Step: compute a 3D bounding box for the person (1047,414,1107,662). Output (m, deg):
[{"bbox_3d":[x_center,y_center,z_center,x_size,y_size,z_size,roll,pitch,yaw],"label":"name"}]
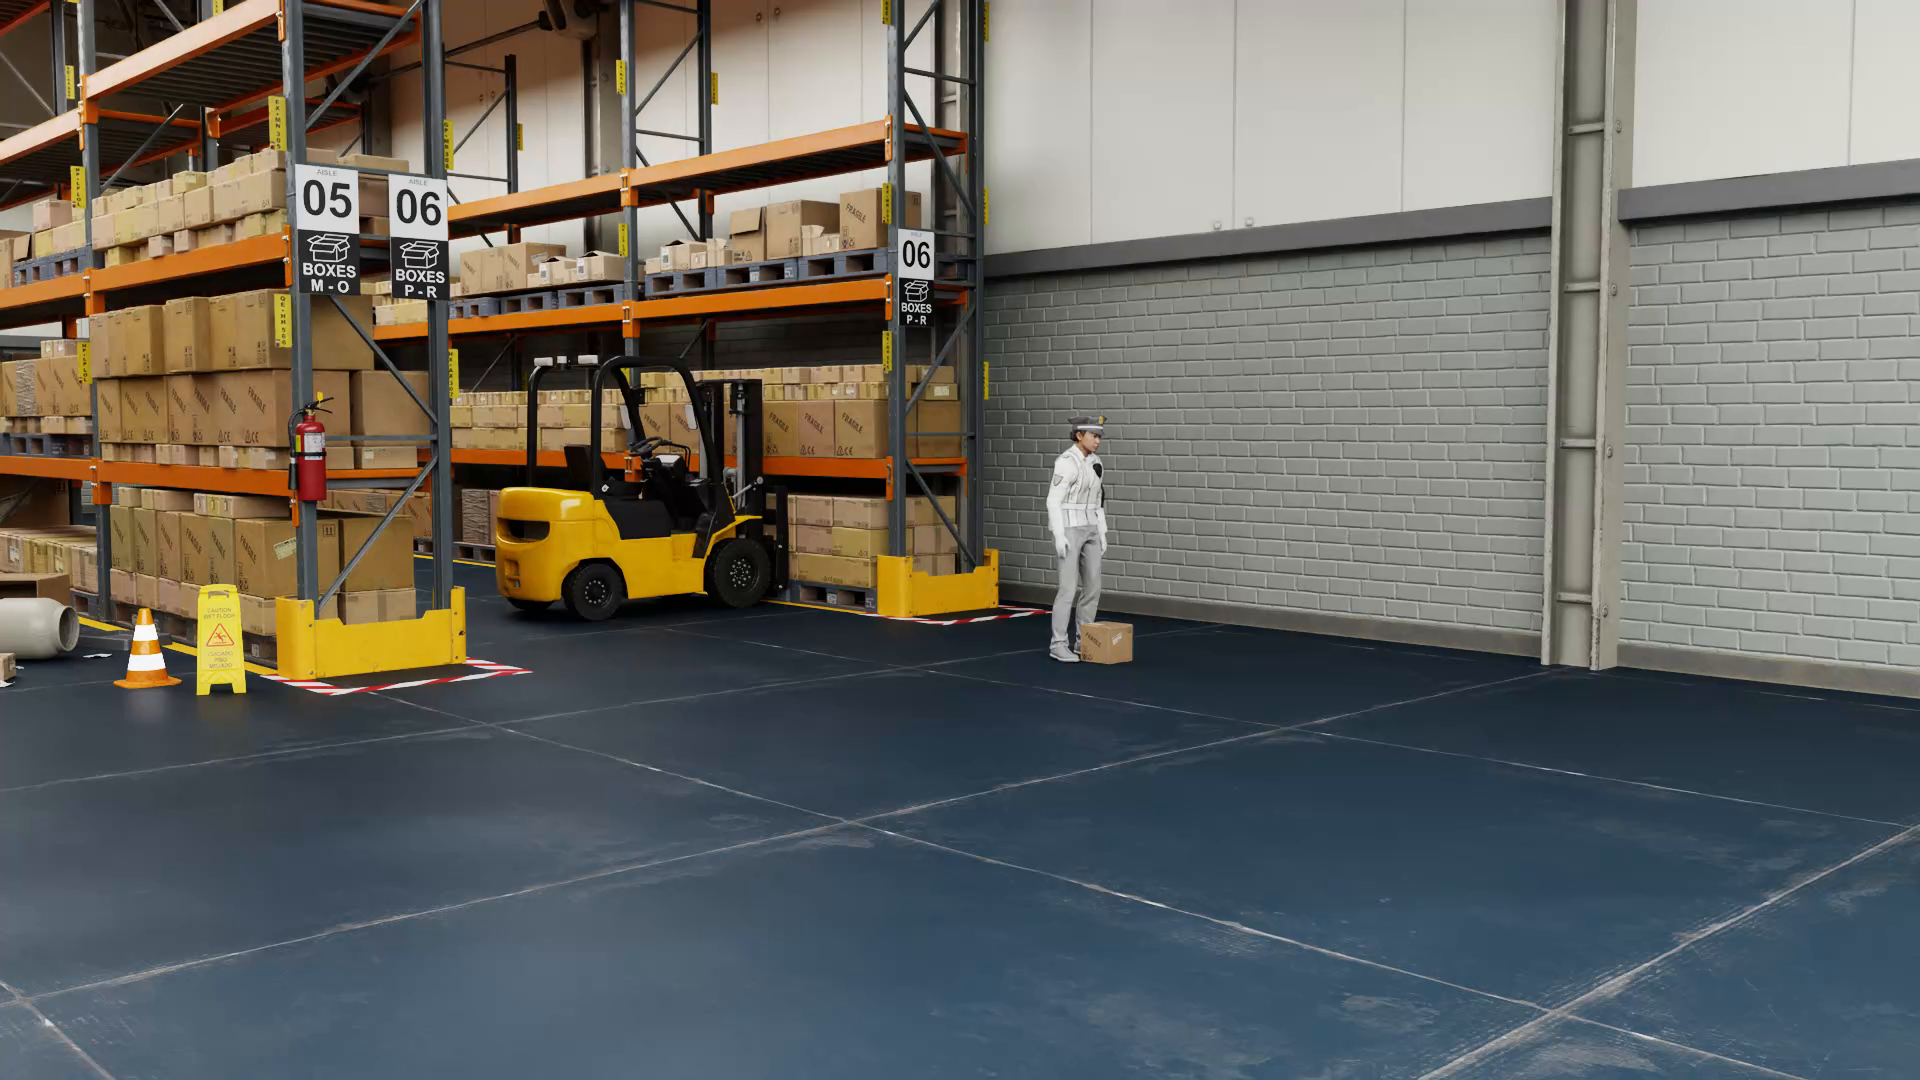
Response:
[{"bbox_3d":[0.811,-0.023,11.347,0.372,1.663,0.528,4,6,44],"label":"person"}]
